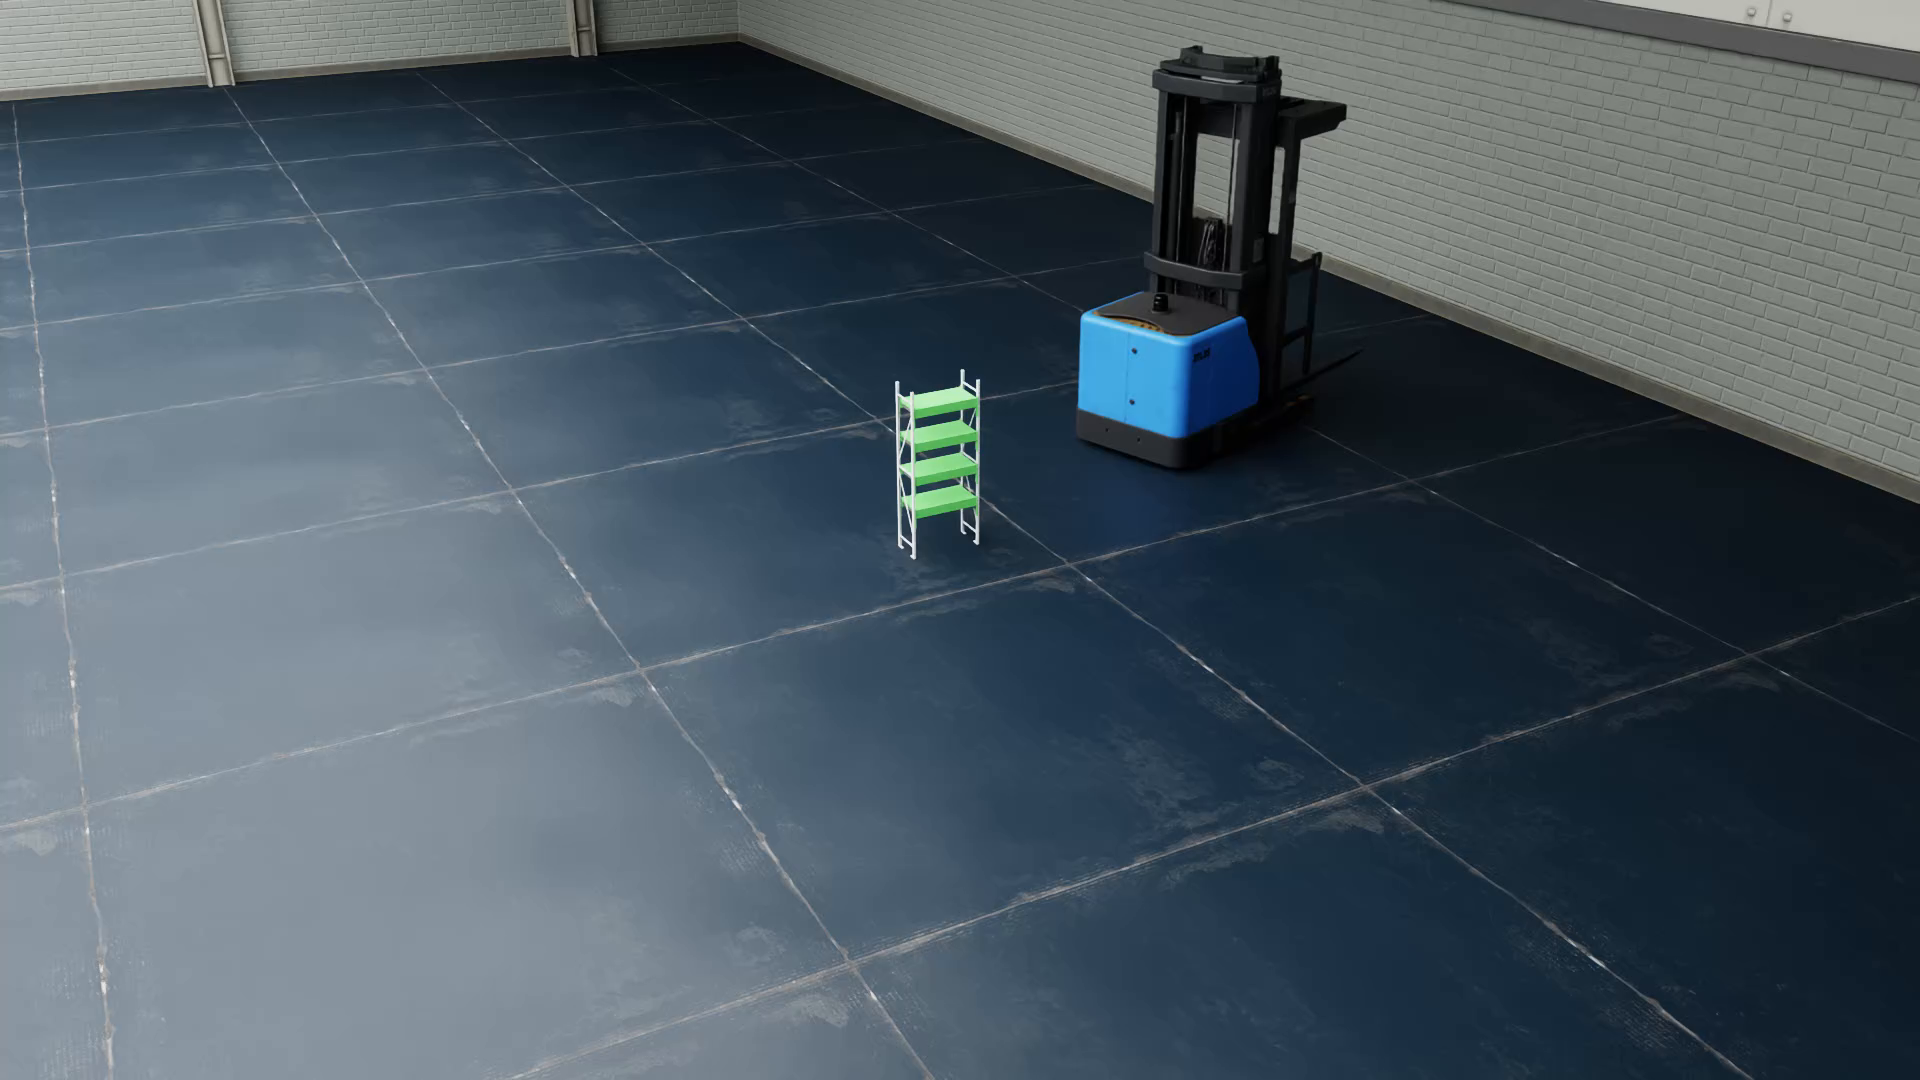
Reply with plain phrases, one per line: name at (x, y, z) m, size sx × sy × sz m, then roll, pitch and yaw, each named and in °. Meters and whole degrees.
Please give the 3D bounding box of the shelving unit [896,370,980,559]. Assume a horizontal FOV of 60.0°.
shelving unit at (-0.146, -0.507, 11.222) m, size 0.503 × 1.200 × 0.258 m, roll -13°, pitch 29°, yaw -25°

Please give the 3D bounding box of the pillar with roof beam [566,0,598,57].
pillar with roof beam at (-4.624, -11.000, 24.067) m, size 0.400 × 9.000 × 9.100 m, roll -13°, pitch 29°, yaw -25°

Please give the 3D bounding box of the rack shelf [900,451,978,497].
rack shelf at (-0.146, -0.450, 11.250) m, size 0.480 × 0.148 × 0.258 m, roll -13°, pitch 29°, yaw -25°

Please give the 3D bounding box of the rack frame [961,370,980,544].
rack frame at (0.069, -0.557, 11.326) m, size 0.015 × 1.200 × 0.240 m, roll -13°, pitch 29°, yaw -25°

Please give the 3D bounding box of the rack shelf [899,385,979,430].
rack shelf at (-0.146, -0.882, 11.042) m, size 0.480 × 0.148 × 0.258 m, roll -13°, pitch 29°, yaw -25°

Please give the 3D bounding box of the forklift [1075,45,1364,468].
forklift at (2.272, -2.415, 13.195) m, size 1.130 × 2.935 × 3.031 m, roll 21°, pitch 33°, yaw 37°

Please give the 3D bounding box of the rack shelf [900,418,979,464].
rack shelf at (-0.146, -0.666, 11.146) m, size 0.480 × 0.148 × 0.258 m, roll -13°, pitch 29°, yaw -25°

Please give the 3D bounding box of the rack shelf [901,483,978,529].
rack shelf at (-0.146, -0.233, 11.354) m, size 0.480 × 0.148 × 0.258 m, roll -13°, pitch 29°, yaw -25°

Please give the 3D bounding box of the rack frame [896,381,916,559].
rack frame at (-0.361, -0.457, 11.119) m, size 0.015 × 1.200 × 0.240 m, roll -13°, pitch 29°, yaw -25°

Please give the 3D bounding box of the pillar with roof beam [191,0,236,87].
pillar with roof beam at (-9.918, -9.778, 21.521) m, size 0.400 × 9.000 × 9.100 m, roll -13°, pitch 29°, yaw -25°
